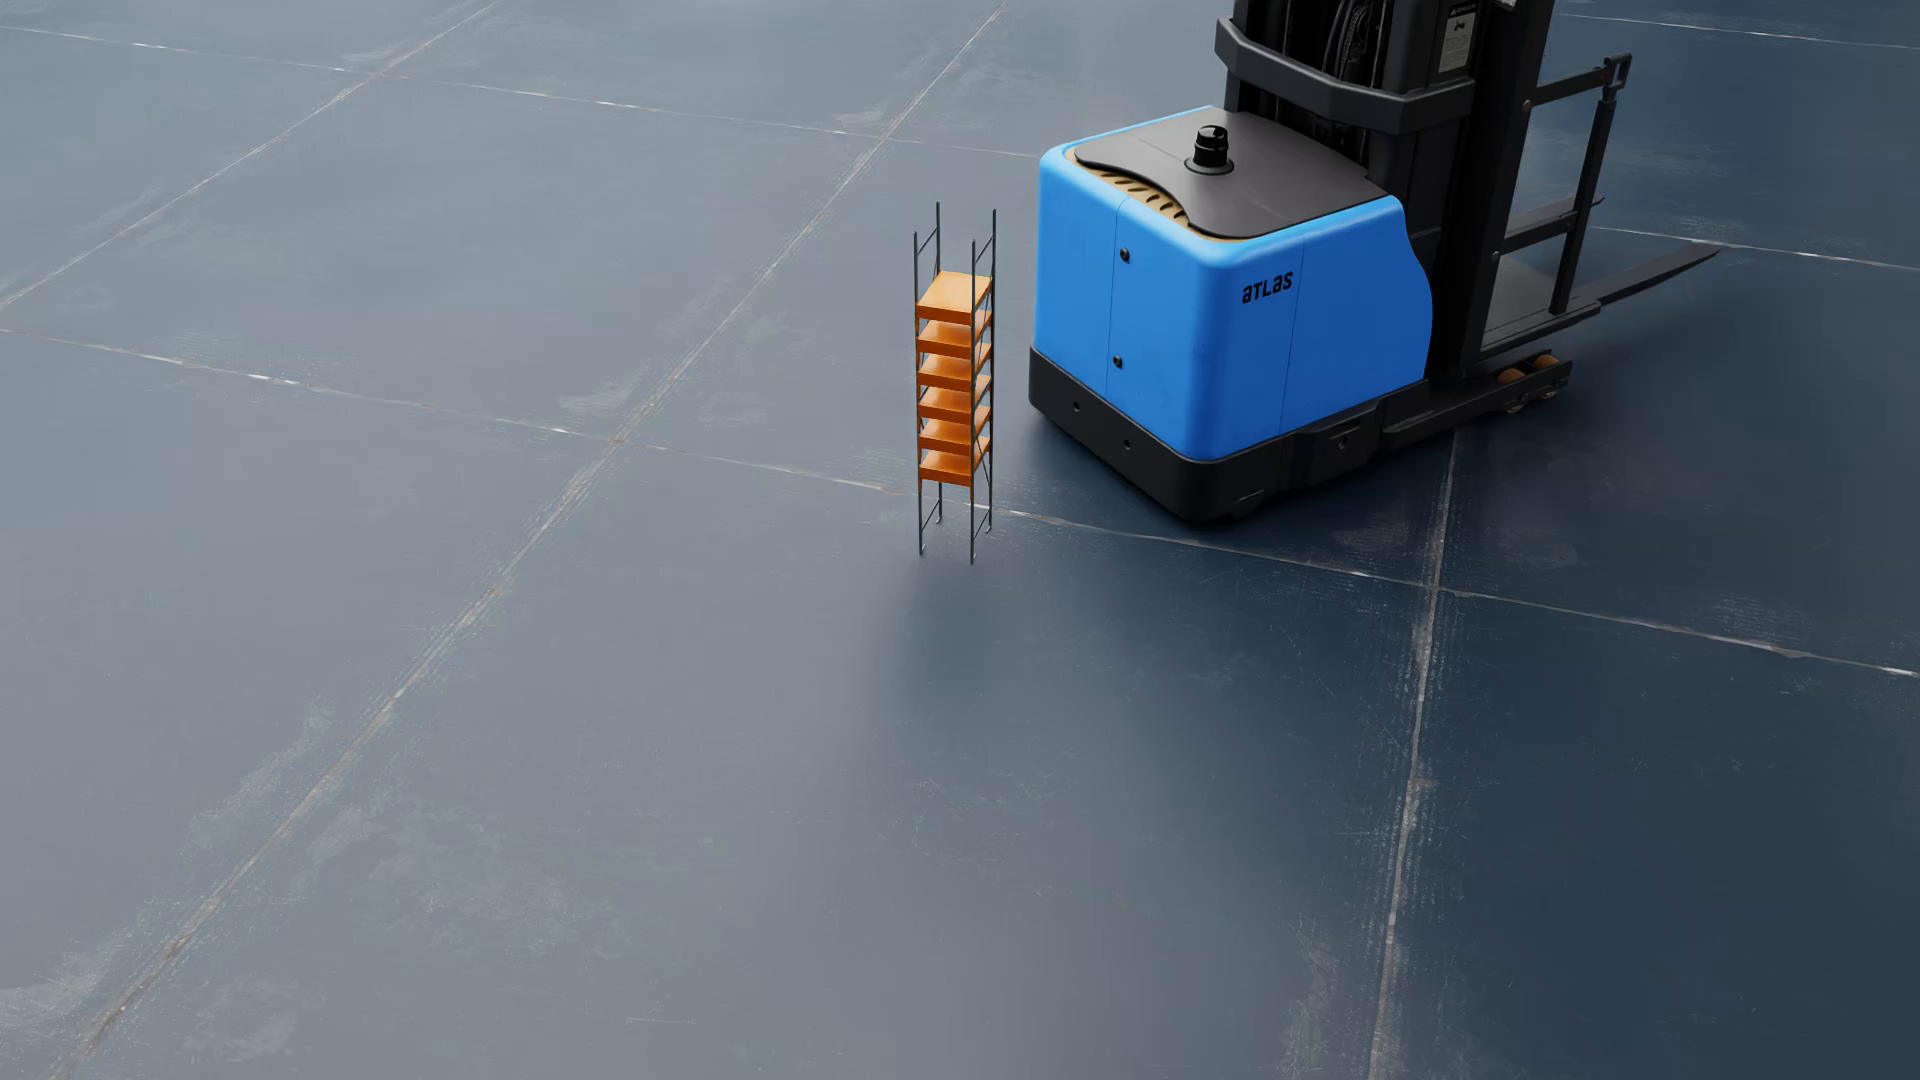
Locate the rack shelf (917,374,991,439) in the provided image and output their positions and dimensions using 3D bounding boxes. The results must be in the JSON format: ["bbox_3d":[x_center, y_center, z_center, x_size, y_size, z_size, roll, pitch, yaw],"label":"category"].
[{"bbox_3d":[-0.014,-0.450,5.424,0.180,0.103,0.258,10,38,14],"label":"rack shelf"}]

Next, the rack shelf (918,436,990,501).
[{"bbox_3d":[-0.014,-0.257,5.566,0.180,0.103,0.258,10,38,14],"label":"rack shelf"}]

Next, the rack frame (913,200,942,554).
[{"bbox_3d":[-0.101,-0.502,5.420,0.006,1.200,0.240,10,38,14],"label":"rack frame"}]

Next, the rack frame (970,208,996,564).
[{"bbox_3d":[0.074,-0.470,5.376,0.006,1.200,0.240,10,38,14],"label":"rack frame"}]

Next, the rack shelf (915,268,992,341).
[{"bbox_3d":[-0.014,-0.740,5.211,0.180,0.103,0.258,10,38,14],"label":"rack shelf"}]

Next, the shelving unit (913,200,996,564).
[{"bbox_3d":[-0.014,-0.486,5.398,0.189,1.200,0.258,10,38,14],"label":"shelving unit"}]

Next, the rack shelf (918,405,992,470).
[{"bbox_3d":[-0.014,-0.353,5.495,0.180,0.103,0.258,10,38,14],"label":"rack shelf"}]

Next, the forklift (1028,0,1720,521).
[{"bbox_3d":[1.776,-1.913,5.877,3.031,2.935,1.130,-21,41,-26],"label":"forklift"}]

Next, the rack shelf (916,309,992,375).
[{"bbox_3d":[-0.014,-0.643,5.282,0.180,0.103,0.258,10,38,14],"label":"rack shelf"}]

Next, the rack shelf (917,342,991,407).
[{"bbox_3d":[-0.014,-0.547,5.353,0.180,0.103,0.258,10,38,14],"label":"rack shelf"}]
